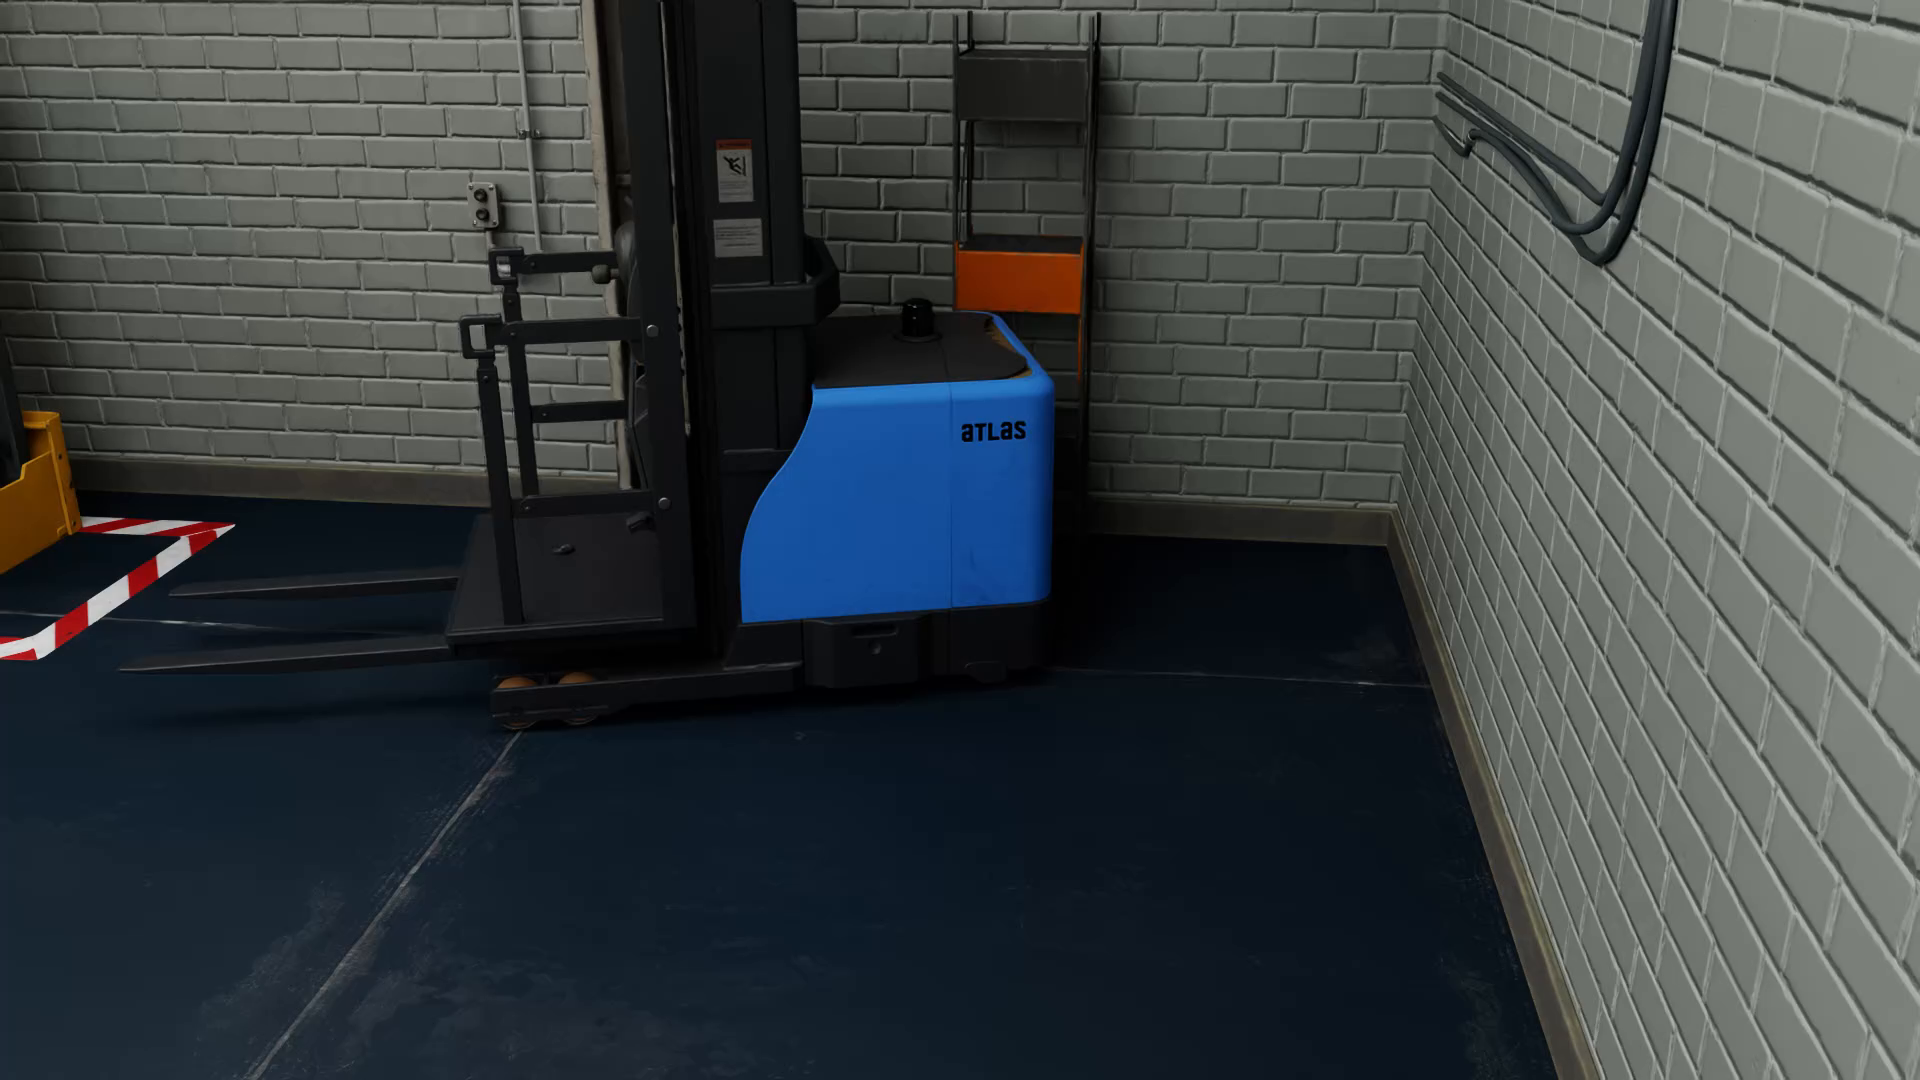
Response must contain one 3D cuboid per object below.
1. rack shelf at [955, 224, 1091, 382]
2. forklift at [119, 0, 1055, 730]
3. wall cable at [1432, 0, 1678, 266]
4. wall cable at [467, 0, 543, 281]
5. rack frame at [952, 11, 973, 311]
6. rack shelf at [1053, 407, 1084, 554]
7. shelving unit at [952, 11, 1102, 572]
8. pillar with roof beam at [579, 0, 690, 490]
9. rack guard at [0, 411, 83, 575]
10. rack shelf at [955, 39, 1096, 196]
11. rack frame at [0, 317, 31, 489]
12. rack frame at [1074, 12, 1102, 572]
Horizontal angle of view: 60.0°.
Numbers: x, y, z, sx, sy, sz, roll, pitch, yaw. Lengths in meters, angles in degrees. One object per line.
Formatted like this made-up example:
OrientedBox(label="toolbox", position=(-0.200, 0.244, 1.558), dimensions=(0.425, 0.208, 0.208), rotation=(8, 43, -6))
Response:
OrientedBox(label="rack shelf", position=(0.249, -0.926, 6.448), dimensions=(0.480, 0.518, 0.431), rotation=(3, 20, 8))
OrientedBox(label="forklift", position=(-1.244, -0.959, 5.379), dimensions=(3.031, 2.935, 1.130), rotation=(-4, 22, -9))
OrientedBox(label="wall cable", position=(1.590, -2.227, 4.556), dimensions=(0.112, 2.526, 3.097), rotation=(2, 22, 6))
OrientedBox(label="wall cable", position=(-2.602, -2.018, 6.584), dimensions=(1.851, 1.984, 0.084), rotation=(2, 22, 6))
OrientedBox(label="rack frame", position=(0.008, -0.952, 6.477), dimensions=(0.015, 2.100, 0.400), rotation=(3, 20, 8))
OrientedBox(label="rack shelf", position=(0.247, -0.269, 6.689), dimensions=(0.480, 0.518, 0.431), rotation=(3, 20, 8))
OrientedBox(label="shelving unit", position=(0.249, -0.939, 6.443), dimensions=(0.503, 2.100, 0.431), rotation=(3, 20, 8))
OrientedBox(label="pillar with roof beam", position=(-1.708, -2.673, 1.462), dimensions=(0.400, 9.000, 9.100), rotation=(2, 22, 6))
OrientedBox(label="rack guard", position=(-3.961, -0.093, 6.494), dimensions=(0.348, 0.500, 1.175), rotation=(2, 22, 6))
OrientedBox(label="rack shelf", position=(0.251, -1.583, 6.206), dimensions=(0.480, 0.518, 0.431), rotation=(3, 20, 8))
OrientedBox(label="rack frame", position=(-3.985, -1.256, 6.037), dimensions=(0.127, 3.000, 1.000), rotation=(2, 22, 6))
OrientedBox(label="rack frame", position=(0.491, -0.926, 6.409), dimensions=(0.015, 2.100, 0.400), rotation=(3, 20, 8))
